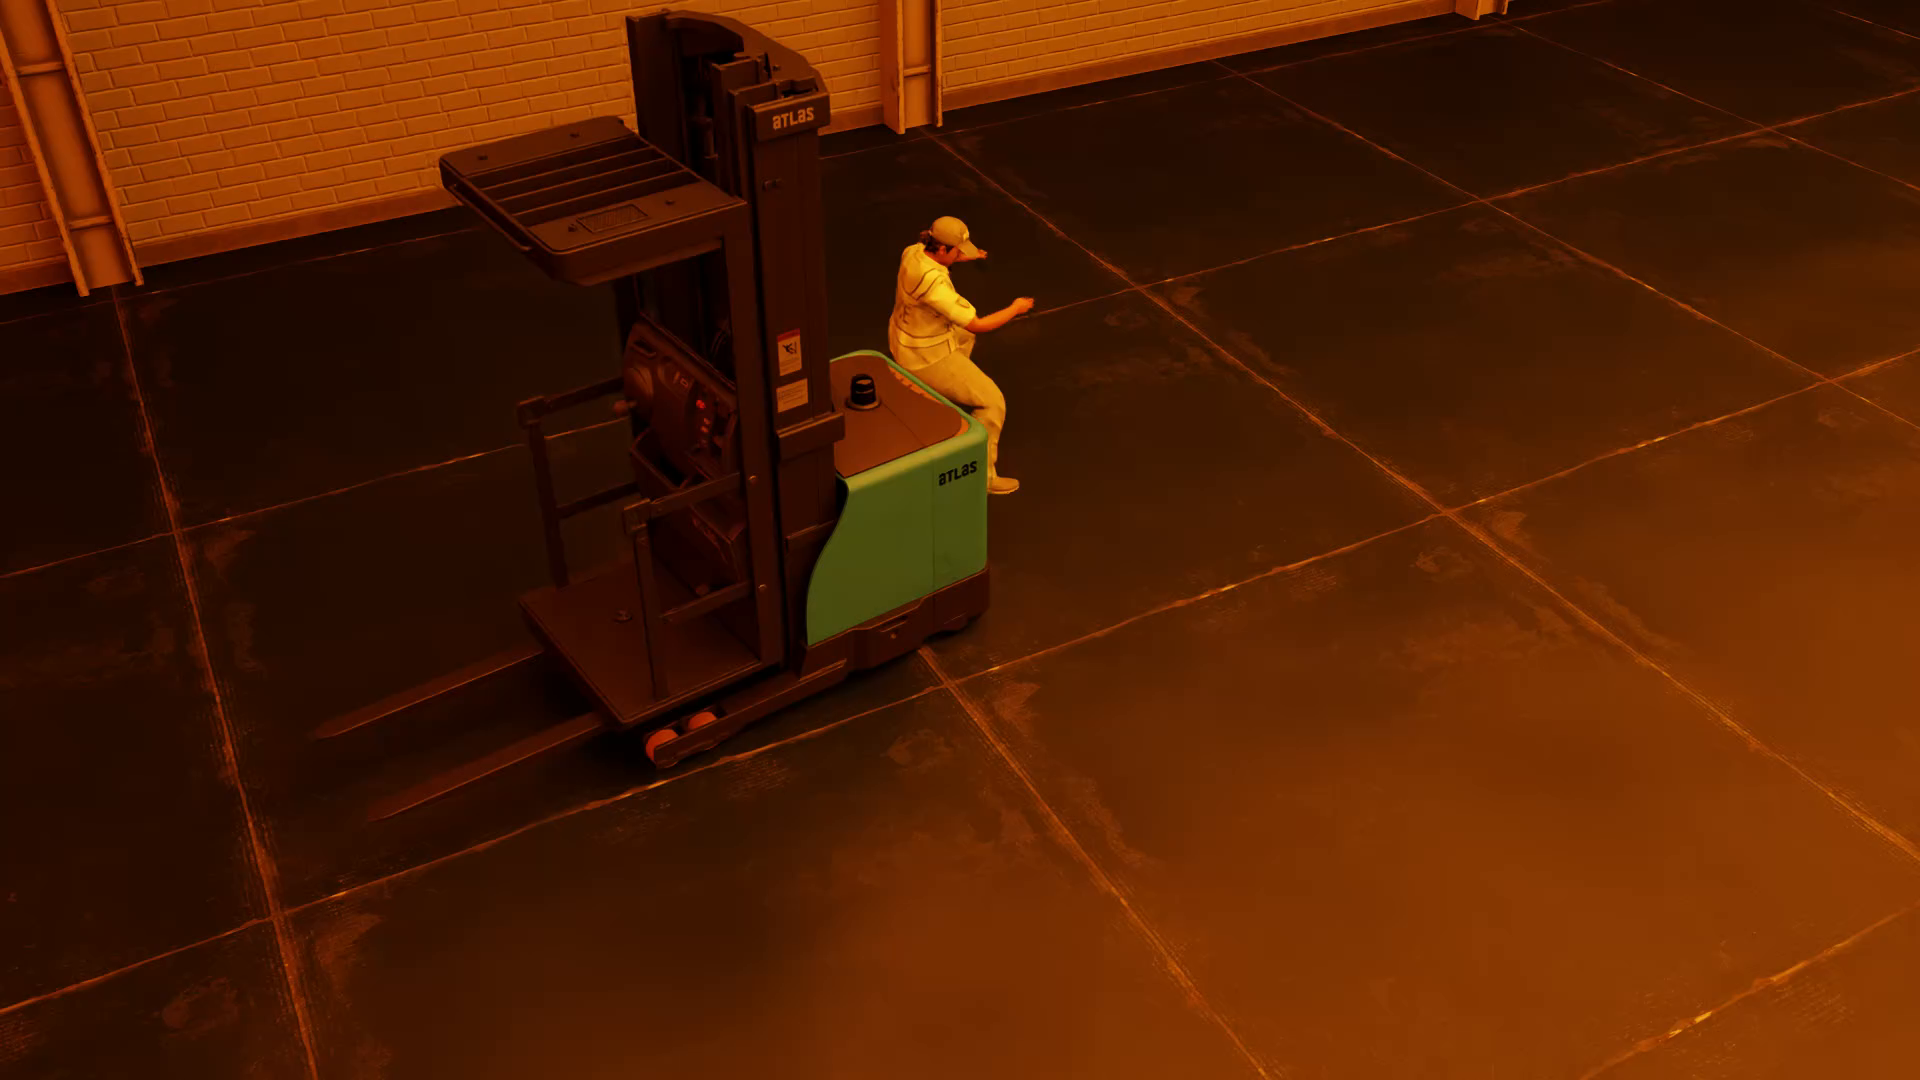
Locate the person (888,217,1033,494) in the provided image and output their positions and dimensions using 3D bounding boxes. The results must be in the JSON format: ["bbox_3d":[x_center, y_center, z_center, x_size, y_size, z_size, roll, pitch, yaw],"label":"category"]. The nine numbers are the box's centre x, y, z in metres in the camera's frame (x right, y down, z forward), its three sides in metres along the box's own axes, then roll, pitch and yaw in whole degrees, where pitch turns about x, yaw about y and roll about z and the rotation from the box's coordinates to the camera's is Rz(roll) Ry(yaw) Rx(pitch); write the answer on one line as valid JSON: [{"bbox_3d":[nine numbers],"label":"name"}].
[{"bbox_3d":[0.005,-1.082,8.956,0.743,1.451,0.951,-8,36,-11],"label":"person"}]

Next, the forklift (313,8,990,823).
[{"bbox_3d":[-1.348,-0.551,6.902,3.031,2.935,1.130,-23,41,-29],"label":"forklift"}]
